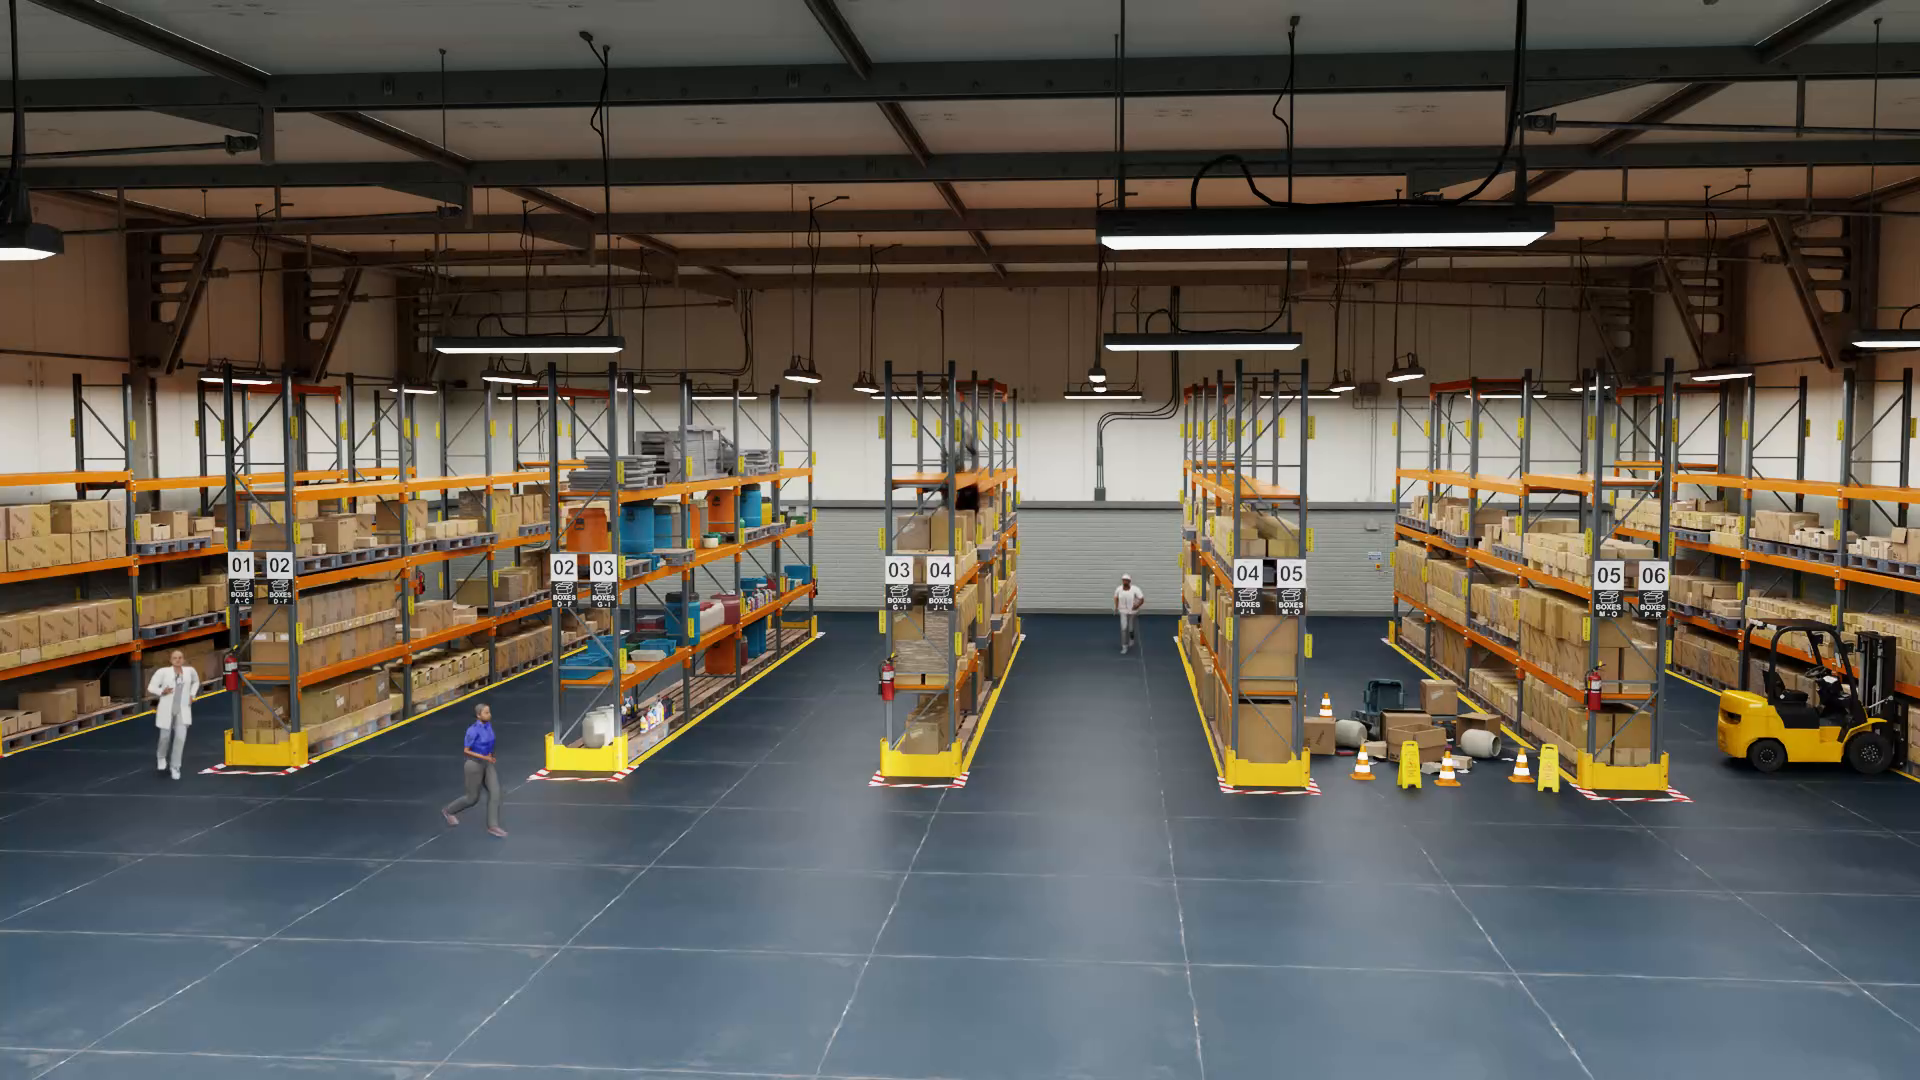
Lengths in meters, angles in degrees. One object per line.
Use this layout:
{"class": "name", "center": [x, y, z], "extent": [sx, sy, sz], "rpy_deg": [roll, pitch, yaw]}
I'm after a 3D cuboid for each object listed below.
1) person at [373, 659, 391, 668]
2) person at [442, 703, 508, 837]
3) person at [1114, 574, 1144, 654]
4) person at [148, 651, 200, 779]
{"class": "person", "center": [-12.201, 1.791, 34.885], "extent": [0.701, 1.764, 1.064], "rpy_deg": [0, 4, -2]}
{"class": "person", "center": [-6.004, 2.842, 20.592], "extent": [0.876, 1.642, 0.564], "rpy_deg": [1, 4, 20]}
{"class": "person", "center": [3.813, 1.657, 37.571], "extent": [0.693, 1.787, 0.810], "rpy_deg": [1, 4, 16]}
{"class": "person", "center": [-11.448, 2.517, 24.261], "extent": [0.713, 1.822, 0.939], "rpy_deg": [-2, 4, -32]}
